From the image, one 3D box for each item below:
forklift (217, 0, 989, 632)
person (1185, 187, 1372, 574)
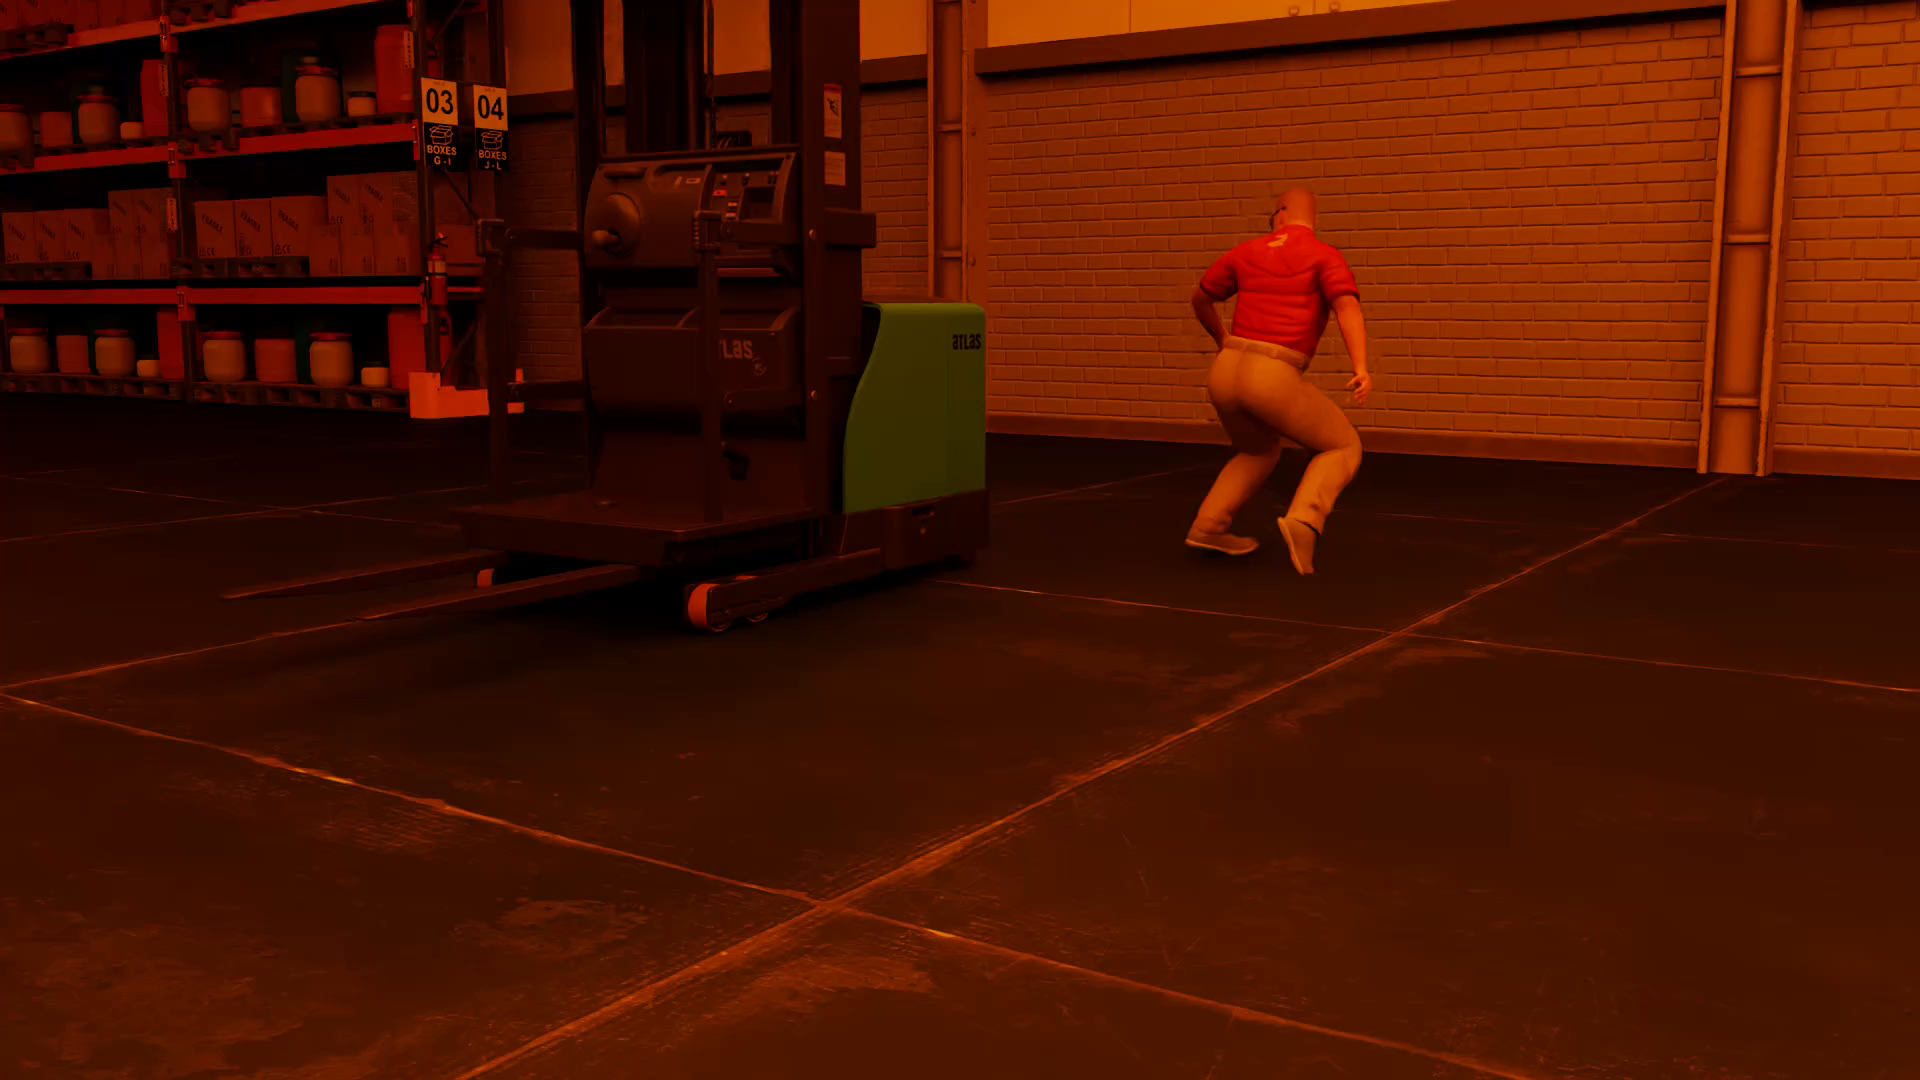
[{"bbox_3d":[-1.088,-1.222,5.783,1.130,2.935,3.031,5,10,32],"label":"forklift"},{"bbox_3d":[1.350,-0.633,6.852,0.503,1.628,1.003,-7,11,-40],"label":"person"}]
